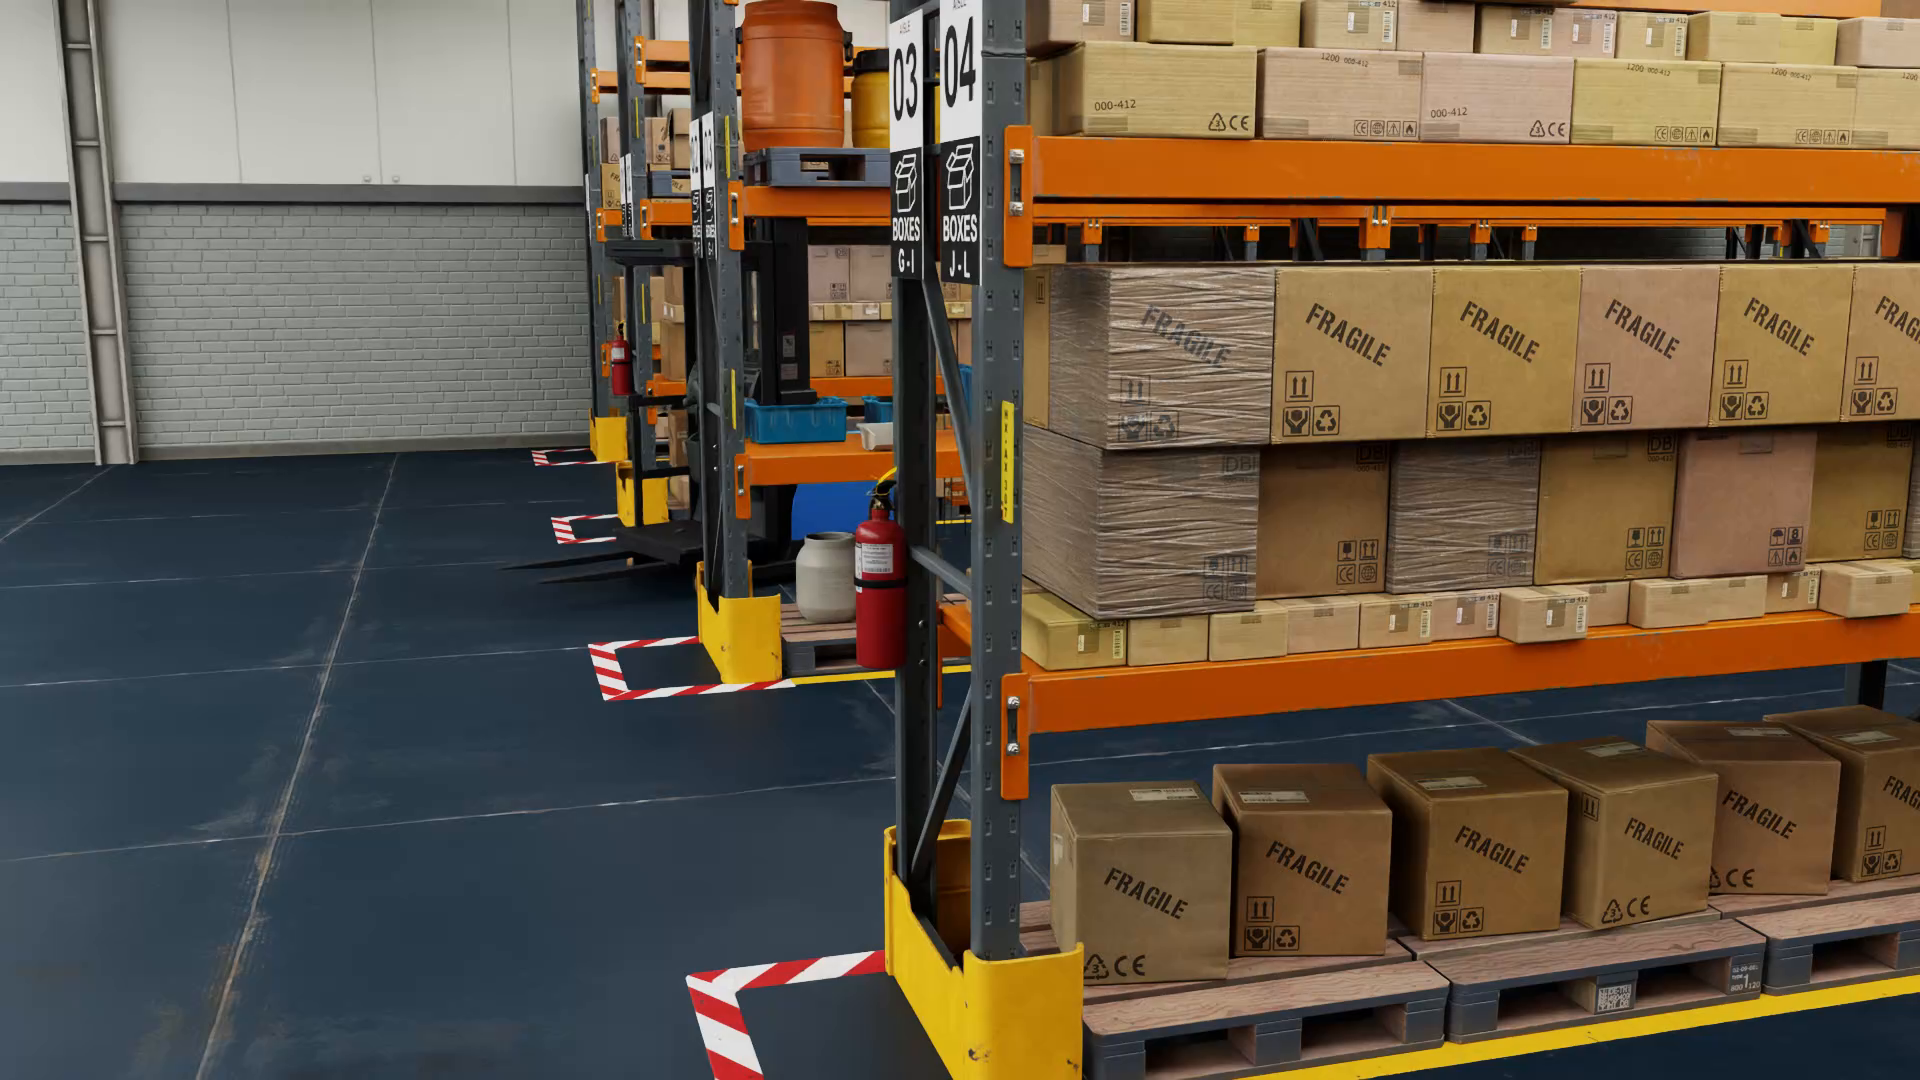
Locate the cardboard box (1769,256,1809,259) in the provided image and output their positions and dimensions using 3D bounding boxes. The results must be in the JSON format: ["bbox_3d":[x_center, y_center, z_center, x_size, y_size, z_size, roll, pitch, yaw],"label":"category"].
[{"bbox_3d":[9.146,-2.822,18.054,0.500,0.500,0.500,-3,11,-16],"label":"cardboard box"}]

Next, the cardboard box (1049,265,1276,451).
[{"bbox_3d":[0.581,-0.549,4.883,0.500,0.500,0.500,-3,11,-16],"label":"cardboard box"}]

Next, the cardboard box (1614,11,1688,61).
[{"bbox_3d":[2.038,-1.549,5.201,0.250,0.149,0.380,-3,11,-18],"label":"cardboard box"}]

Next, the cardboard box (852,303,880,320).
[{"bbox_3d":[-0.876,-2.032,14.730,0.250,0.149,0.380,-3,11,-15],"label":"cardboard box"}]

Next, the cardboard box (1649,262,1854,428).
[{"bbox_3d":[2.502,-0.650,5.430,0.500,0.500,0.500,-3,11,-16],"label":"cardboard box"}]

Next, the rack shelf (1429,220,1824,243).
[{"bbox_3d":[6.812,-3.231,17.014,4.000,0.370,1.077,-3,11,-16],"label":"rack shelf"}]

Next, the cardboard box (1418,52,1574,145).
[{"bbox_3d":[1.481,-1.314,5.027,0.500,0.250,0.500,-3,11,-16],"label":"cardboard box"}]

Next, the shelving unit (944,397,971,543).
[{"bbox_3d":[-0.014,-0.589,13.934,0.189,1.200,0.258,-3,11,-16],"label":"shelving unit"}]

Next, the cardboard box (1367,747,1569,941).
[{"bbox_3d":[1.751,1.048,5.811,0.500,0.500,0.500,-2,11,-11],"label":"cardboard box"}]

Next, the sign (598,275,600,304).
[{"bbox_3d":[-4.025,-2.796,18.557,0.005,0.325,0.100,-3,11,-16],"label":"sign"}]

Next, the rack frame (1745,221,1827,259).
[{"bbox_3d":[8.733,-2.211,17.770,0.127,3.000,1.000,-3,11,-16],"label":"rack frame"}]

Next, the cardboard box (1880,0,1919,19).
[{"bbox_3d":[3.456,-1.933,5.498,0.500,0.500,0.500,-3,11,-18],"label":"cardboard box"}]

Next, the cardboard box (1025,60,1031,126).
[{"bbox_3d":[0.368,-1.351,5.231,0.500,0.250,0.500,-3,11,-15],"label":"cardboard box"}]

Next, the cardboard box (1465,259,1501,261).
[{"bbox_3d":[6.968,-3.578,21.971,0.500,0.250,0.500,-3,11,-15],"label":"cardboard box"}]

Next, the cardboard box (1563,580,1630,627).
[{"bbox_3d":[1.987,0.175,5.507,0.250,0.149,0.380,-3,11,-16],"label":"cardboard box"}]

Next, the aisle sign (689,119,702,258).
[{"bbox_3d":[-1.560,-2.069,9.818,0.004,0.787,0.394,-3,11,-16],"label":"aisle sign"}]

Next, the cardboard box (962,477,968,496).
[{"bbox_3d":[0.185,-0.575,15.320,0.500,0.250,0.500,-3,11,-16],"label":"cardboard box"}]

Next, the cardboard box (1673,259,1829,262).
[{"bbox_3d":[2.834,-0.767,6.067,0.500,0.500,0.500,-3,11,-16],"label":"cardboard box"}]

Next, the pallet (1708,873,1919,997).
[{"bbox_3d":[3.182,1.328,6.250,1.213,0.211,1.003,-3,11,-16],"label":"pallet"}]

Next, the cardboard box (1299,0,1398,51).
[{"bbox_3d":[1.071,-1.484,4.853,0.250,0.149,0.380,-3,11,-14],"label":"cardboard box"}]

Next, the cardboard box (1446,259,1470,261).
[{"bbox_3d":[6.474,-3.553,21.840,0.500,0.250,0.500,-3,11,-15],"label":"cardboard box"}]

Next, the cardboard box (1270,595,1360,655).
[{"bbox_3d":[1.040,0.234,5.186,0.250,0.149,0.380,-3,11,-16],"label":"cardboard box"}]

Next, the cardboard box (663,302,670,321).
[{"bbox_3d":[-2.475,-2.024,14.689,0.250,0.149,0.380,-3,11,-17],"label":"cardboard box"}]

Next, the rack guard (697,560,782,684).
[{"bbox_3d":[-1.348,0.475,10.085,0.348,0.500,1.175,-3,11,-16],"label":"rack guard"}]

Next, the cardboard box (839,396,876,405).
[{"bbox_3d":[-1.322,-1.594,20.111,0.500,0.500,0.500,-4,11,-20],"label":"cardboard box"}]

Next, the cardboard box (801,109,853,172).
[{"bbox_3d":[-1.118,-3.440,14.339,0.500,0.500,0.500,-3,11,-16],"label":"cardboard box"}]

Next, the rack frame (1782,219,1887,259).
[{"bbox_3d":[6.273,-1.147,11.992,0.127,3.000,1.000,-3,11,-16],"label":"rack frame"}]

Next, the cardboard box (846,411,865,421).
[{"bbox_3d":[-0.771,-0.890,14.962,0.500,0.500,0.500,-3,11,-16],"label":"cardboard box"}]

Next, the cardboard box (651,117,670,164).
[{"bbox_3d":[-3.244,-4.484,18.742,0.500,0.500,0.500,-3,11,-17],"label":"cardboard box"}]

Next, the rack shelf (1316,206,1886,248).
[{"bbox_3d":[4.353,-2.167,11.236,4.000,0.370,1.077,-3,11,-16],"label":"rack shelf"}]

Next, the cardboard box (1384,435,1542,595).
[{"bbox_3d":[1.451,-0.164,5.553,0.500,0.500,0.875,-3,11,-16],"label":"cardboard box"}]

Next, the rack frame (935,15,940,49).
[{"bbox_3d":[-0.337,-5.617,19.704,0.127,3.000,1.000,-3,11,-16],"label":"rack frame"}]

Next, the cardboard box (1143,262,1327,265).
[{"bbox_3d":[0.914,-0.665,5.517,0.500,0.500,0.500,-3,11,-16],"label":"cardboard box"}]

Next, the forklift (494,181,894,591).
[{"bbox_3d":[-1.915,-1.153,12.212,3.031,2.935,1.130,-9,13,-39],"label":"forklift"}]

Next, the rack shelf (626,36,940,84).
[{"bbox_3d":[-0.869,-4.105,14.579,4.000,0.370,1.077,-3,11,-16],"label":"rack shelf"}]

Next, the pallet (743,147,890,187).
[{"bbox_3d":[-0.586,-2.149,9.674,1.213,0.211,1.003,-3,11,-16],"label":"pallet"}]

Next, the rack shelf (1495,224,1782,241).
[{"bbox_3d":[9.265,-4.294,22.790,4.000,0.370,1.077,-3,11,-16],"label":"rack shelf"}]

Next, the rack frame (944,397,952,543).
[{"bbox_3d":[-0.102,-0.585,13.909,0.006,1.200,0.240,-3,11,-16],"label":"rack frame"}]

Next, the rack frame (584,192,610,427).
[{"bbox_3d":[-4.177,-2.464,19.148,0.127,3.000,1.000,-3,11,-16],"label":"rack frame"}]

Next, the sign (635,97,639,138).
[{"bbox_3d":[-2.640,-3.451,13.588,0.005,0.325,0.100,-3,11,-16],"label":"sign"}]

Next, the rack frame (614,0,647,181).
[{"bbox_3d":[-2.789,-4.554,13.928,0.127,3.000,1.000,-3,11,-16],"label":"rack frame"}]

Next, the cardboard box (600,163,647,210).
[{"bbox_3d":[-3.786,-3.972,18.721,0.500,0.500,0.500,-3,11,-14],"label":"cardboard box"}]

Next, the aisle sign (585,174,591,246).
[{"bbox_3d":[-4.162,-3.687,18.610,0.004,0.787,0.394,-3,11,-16],"label":"aisle sign"}]

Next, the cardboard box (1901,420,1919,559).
[{"bbox_3d":[3.368,-0.267,6.114,0.500,0.500,0.875,-3,11,-16],"label":"cardboard box"}]

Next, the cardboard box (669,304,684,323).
[{"bbox_3d":[-2.352,-1.954,14.308,0.250,0.149,0.380,-3,11,-16],"label":"cardboard box"}]

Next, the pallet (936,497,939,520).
[{"bbox_3d":[-0.897,-0.339,15.305,1.213,0.211,1.003,-3,11,-16],"label":"pallet"}]

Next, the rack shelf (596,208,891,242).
[{"bbox_3d":[-2.257,-3.687,19.491,4.000,0.370,1.077,-3,11,-16],"label":"rack shelf"}]

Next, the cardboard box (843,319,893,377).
[{"bbox_3d":[-0.852,-1.753,15.007,0.500,0.500,0.700,-3,11,-14],"label":"cardboard box"}]

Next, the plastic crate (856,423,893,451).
[{"bbox_3d":[-0.459,-0.602,9.759,0.250,0.136,0.298,-3,11,-16],"label":"plastic crate"}]

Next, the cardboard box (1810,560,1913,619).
[{"bbox_3d":[2.984,0.147,5.656,0.250,0.149,0.380,-3,11,-16],"label":"cardboard box"}]

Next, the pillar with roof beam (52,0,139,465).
[{"bbox_3d":[-8.304,-4.549,13.900,0.400,9.000,9.100,-3,11,-16],"label":"pillar with roof beam"}]

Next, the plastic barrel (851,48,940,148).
[{"bbox_3d":[-0.349,-2.596,9.900,0.600,0.588,0.600,0,10,0],"label":"plastic barrel"}]

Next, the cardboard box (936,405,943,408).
[{"bbox_3d":[-0.441,-1.009,15.607,0.500,0.500,0.500,-3,11,-16],"label":"cardboard box"}]

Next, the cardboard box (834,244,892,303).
[{"bbox_3d":[-0.818,-2.393,14.903,0.500,0.500,0.700,-3,11,-16],"label":"cardboard box"}]
